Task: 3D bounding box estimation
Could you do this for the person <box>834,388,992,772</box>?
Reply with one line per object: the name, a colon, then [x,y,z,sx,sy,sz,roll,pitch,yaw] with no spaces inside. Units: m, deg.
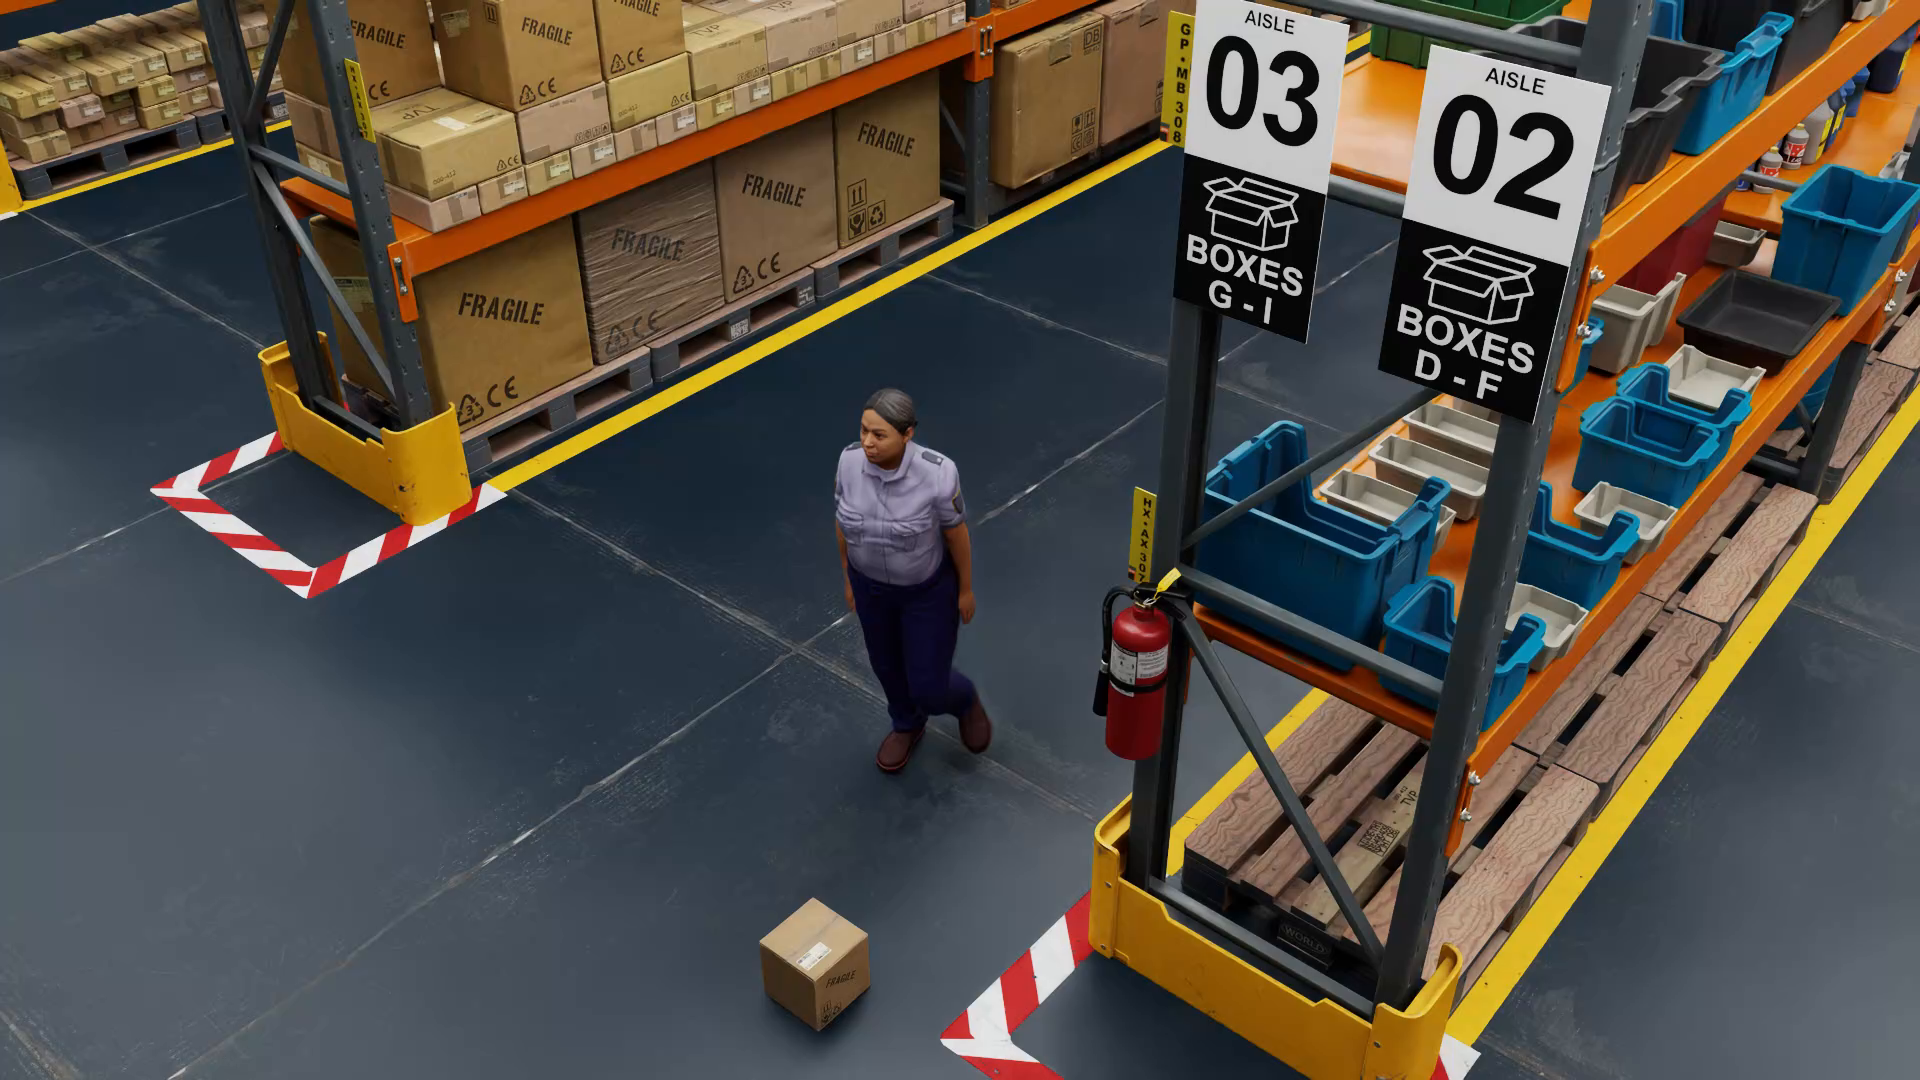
person: [-0.168,0.153,5.929,0.545,1.642,0.487,15,38,20]
